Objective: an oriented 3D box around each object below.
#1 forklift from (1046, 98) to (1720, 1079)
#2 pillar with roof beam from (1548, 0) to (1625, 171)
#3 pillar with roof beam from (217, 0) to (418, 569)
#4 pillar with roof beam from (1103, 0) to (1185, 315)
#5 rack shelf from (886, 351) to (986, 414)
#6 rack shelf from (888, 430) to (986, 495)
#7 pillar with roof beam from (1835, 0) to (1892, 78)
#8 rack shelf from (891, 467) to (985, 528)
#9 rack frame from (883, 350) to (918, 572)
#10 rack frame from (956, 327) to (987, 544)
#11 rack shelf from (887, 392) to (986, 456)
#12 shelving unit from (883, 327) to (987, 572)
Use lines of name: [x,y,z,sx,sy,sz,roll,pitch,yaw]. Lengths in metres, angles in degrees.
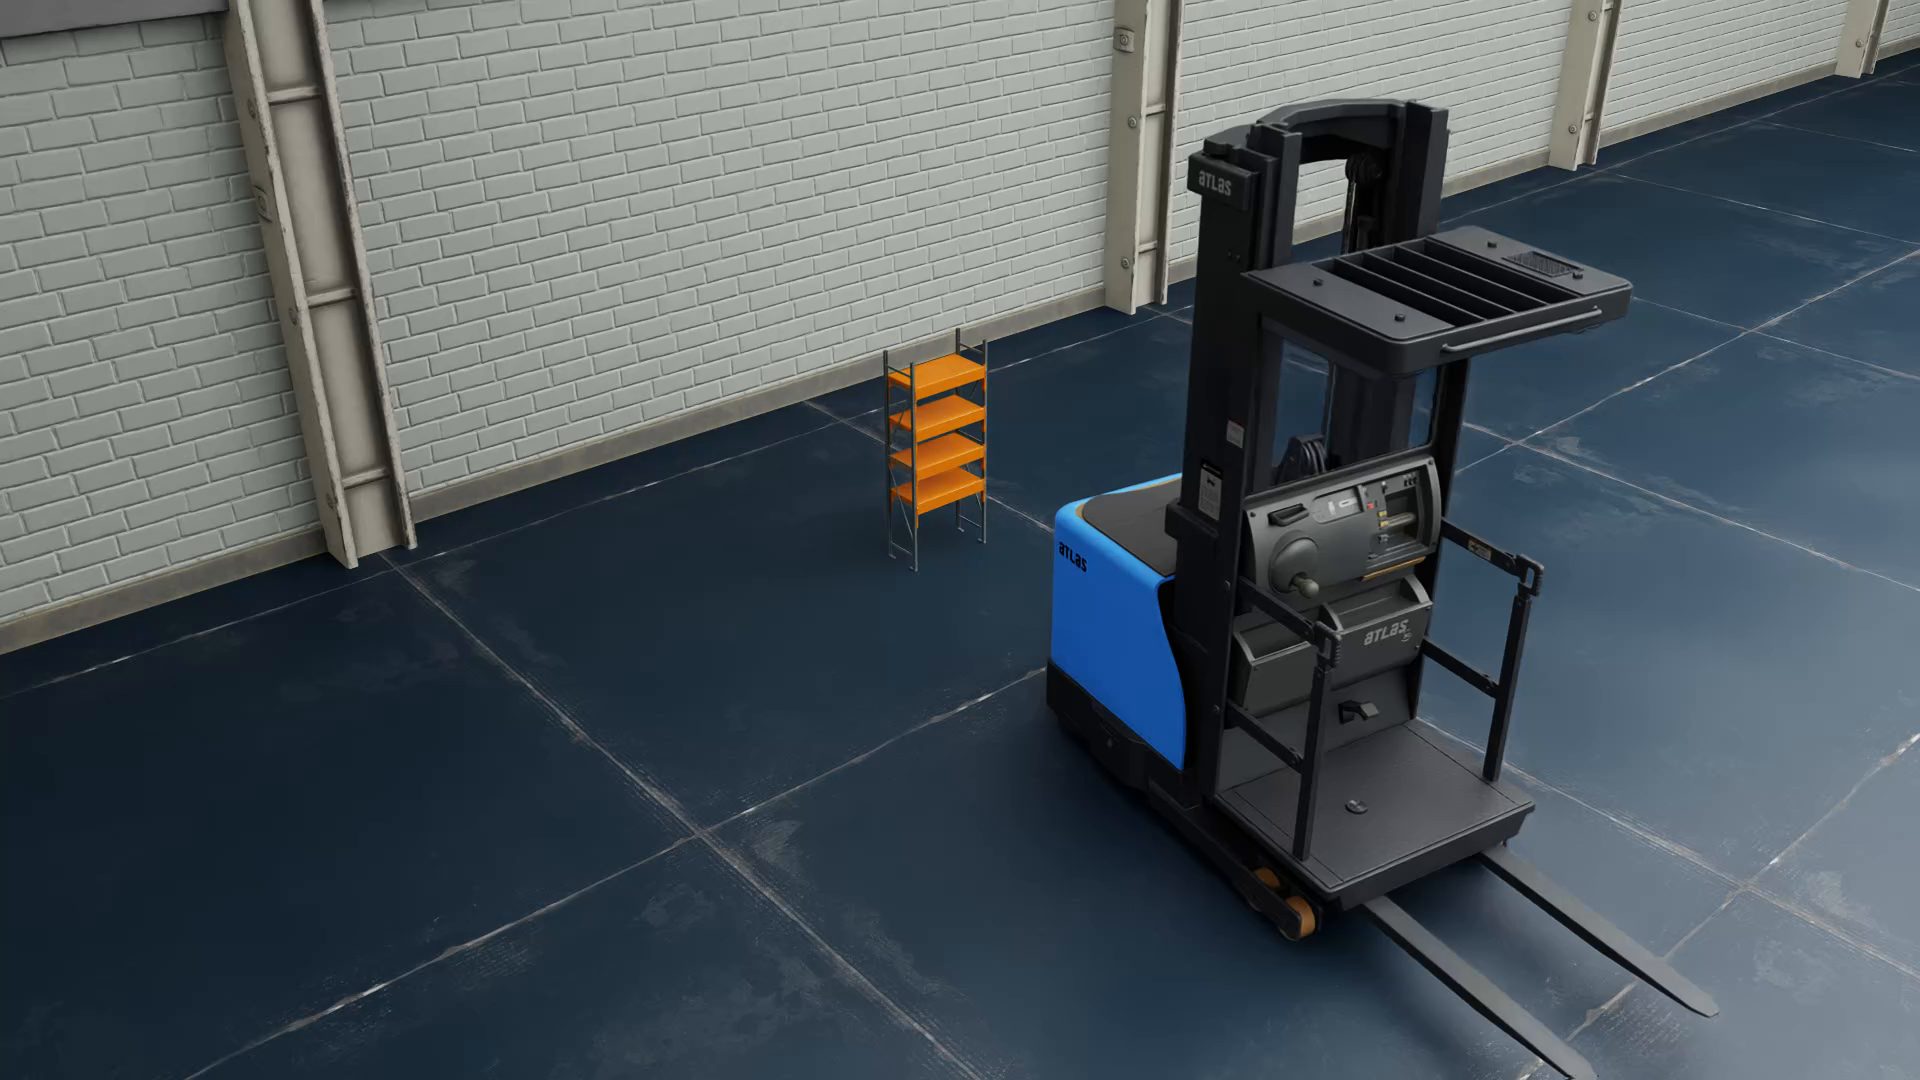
forklift: [1.574,-0.008,6.156,1.130,2.935,3.031,-15,32,-26]
pillar with roof beam: [8.681,-6.054,11.031,0.400,9.000,9.100,-22,35,-35]
pillar with roof beam: [-0.448,-2.383,4.162,0.400,9.000,9.100,-22,35,-35]
pillar with roof beam: [4.116,-4.219,7.597,0.400,9.000,9.100,-22,35,-35]
rack shelf: [-0.126,-0.825,8.687,0.480,0.148,0.258,-22,35,-35]
rack shelf: [-0.126,-0.419,8.904,0.480,0.148,0.258,-22,35,-35]
pillar with roof beam: [13.245,-7.890,14.466,0.400,9.000,9.100,-22,35,-35]
rack shelf: [-0.126,-0.244,8.998,0.480,0.148,0.258,-22,35,-35]
rack frame: [-0.312,-0.404,8.733,0.015,1.200,0.240,-22,35,-35]
rack frame: [0.060,-0.553,9.012,0.015,1.200,0.240,-22,35,-35]
rack shelf: [-0.126,-0.616,8.799,0.480,0.148,0.258,-22,35,-35]
shelving unit: [-0.126,-0.479,8.872,0.503,1.200,0.258,-22,35,-35]
